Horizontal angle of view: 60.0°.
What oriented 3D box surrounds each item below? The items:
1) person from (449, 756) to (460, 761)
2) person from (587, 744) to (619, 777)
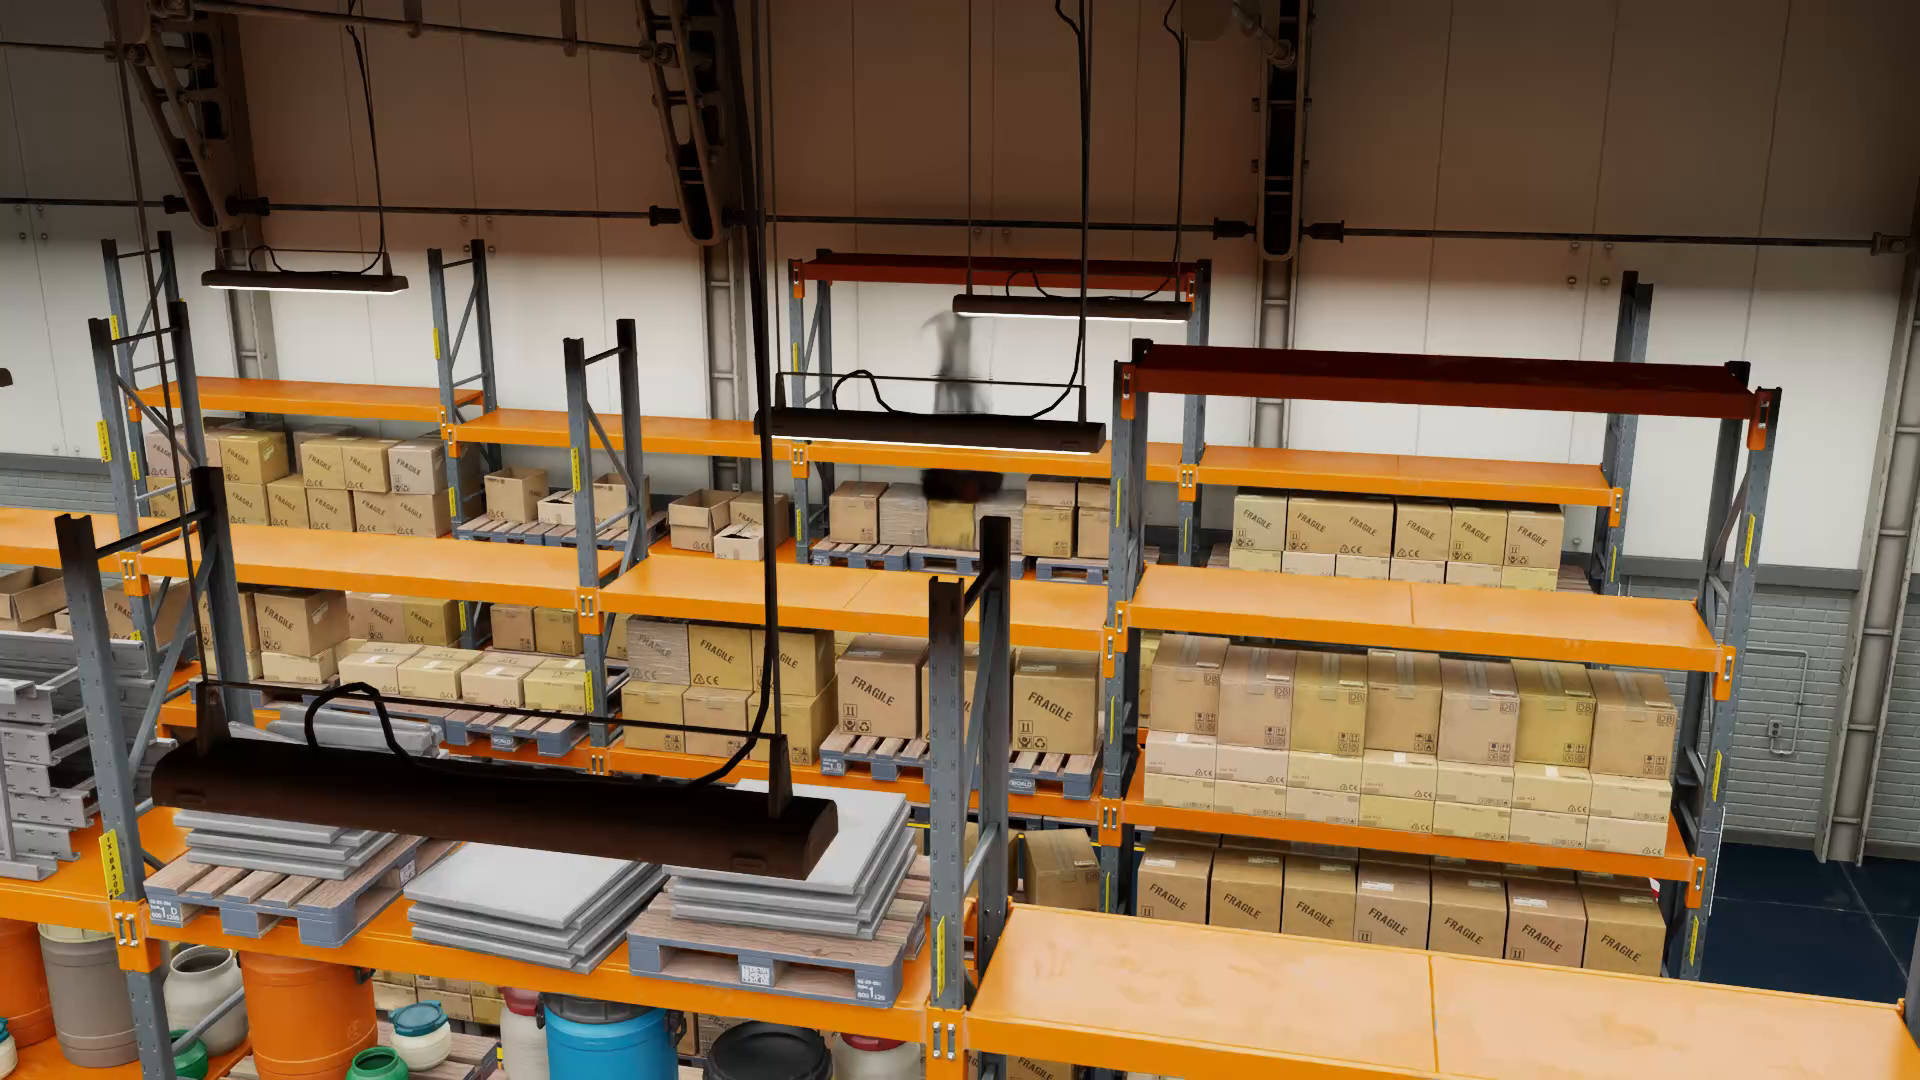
[{"bbox_3d":[-4.685,2.776,16.256,0.808,1.491,0.634,-2,16,-6],"label":"person"},{"bbox_3d":[-3.357,2.723,15.925,0.954,1.776,0.713,0,16,-1],"label":"person"}]
